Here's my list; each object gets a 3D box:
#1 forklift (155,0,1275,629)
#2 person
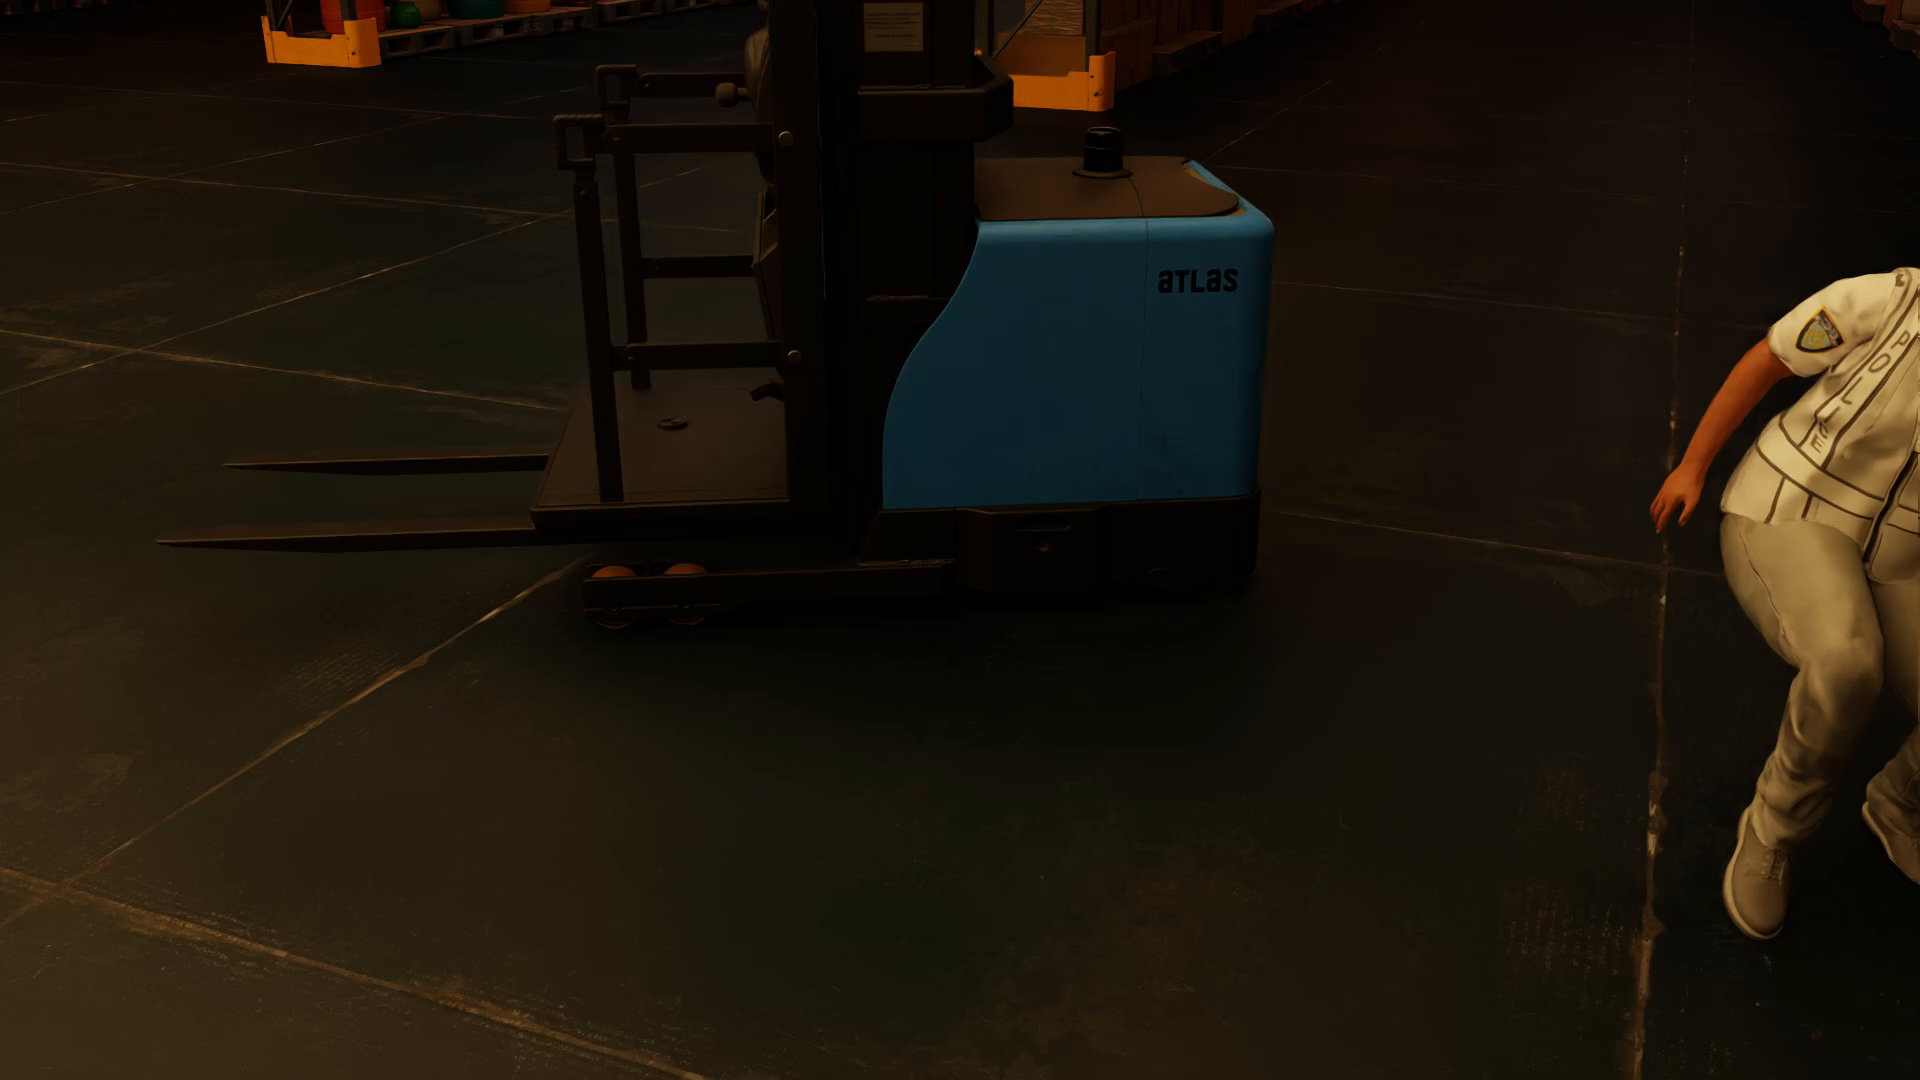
[{"bbox_3d":[-0.707,-1.326,4.464,3.031,2.935,1.130,-2,23,-5],"label":"forklift"},{"bbox_3d":[1.762,0.038,3.176,0.715,1.454,0.698,3,23,6],"label":"person"}]
